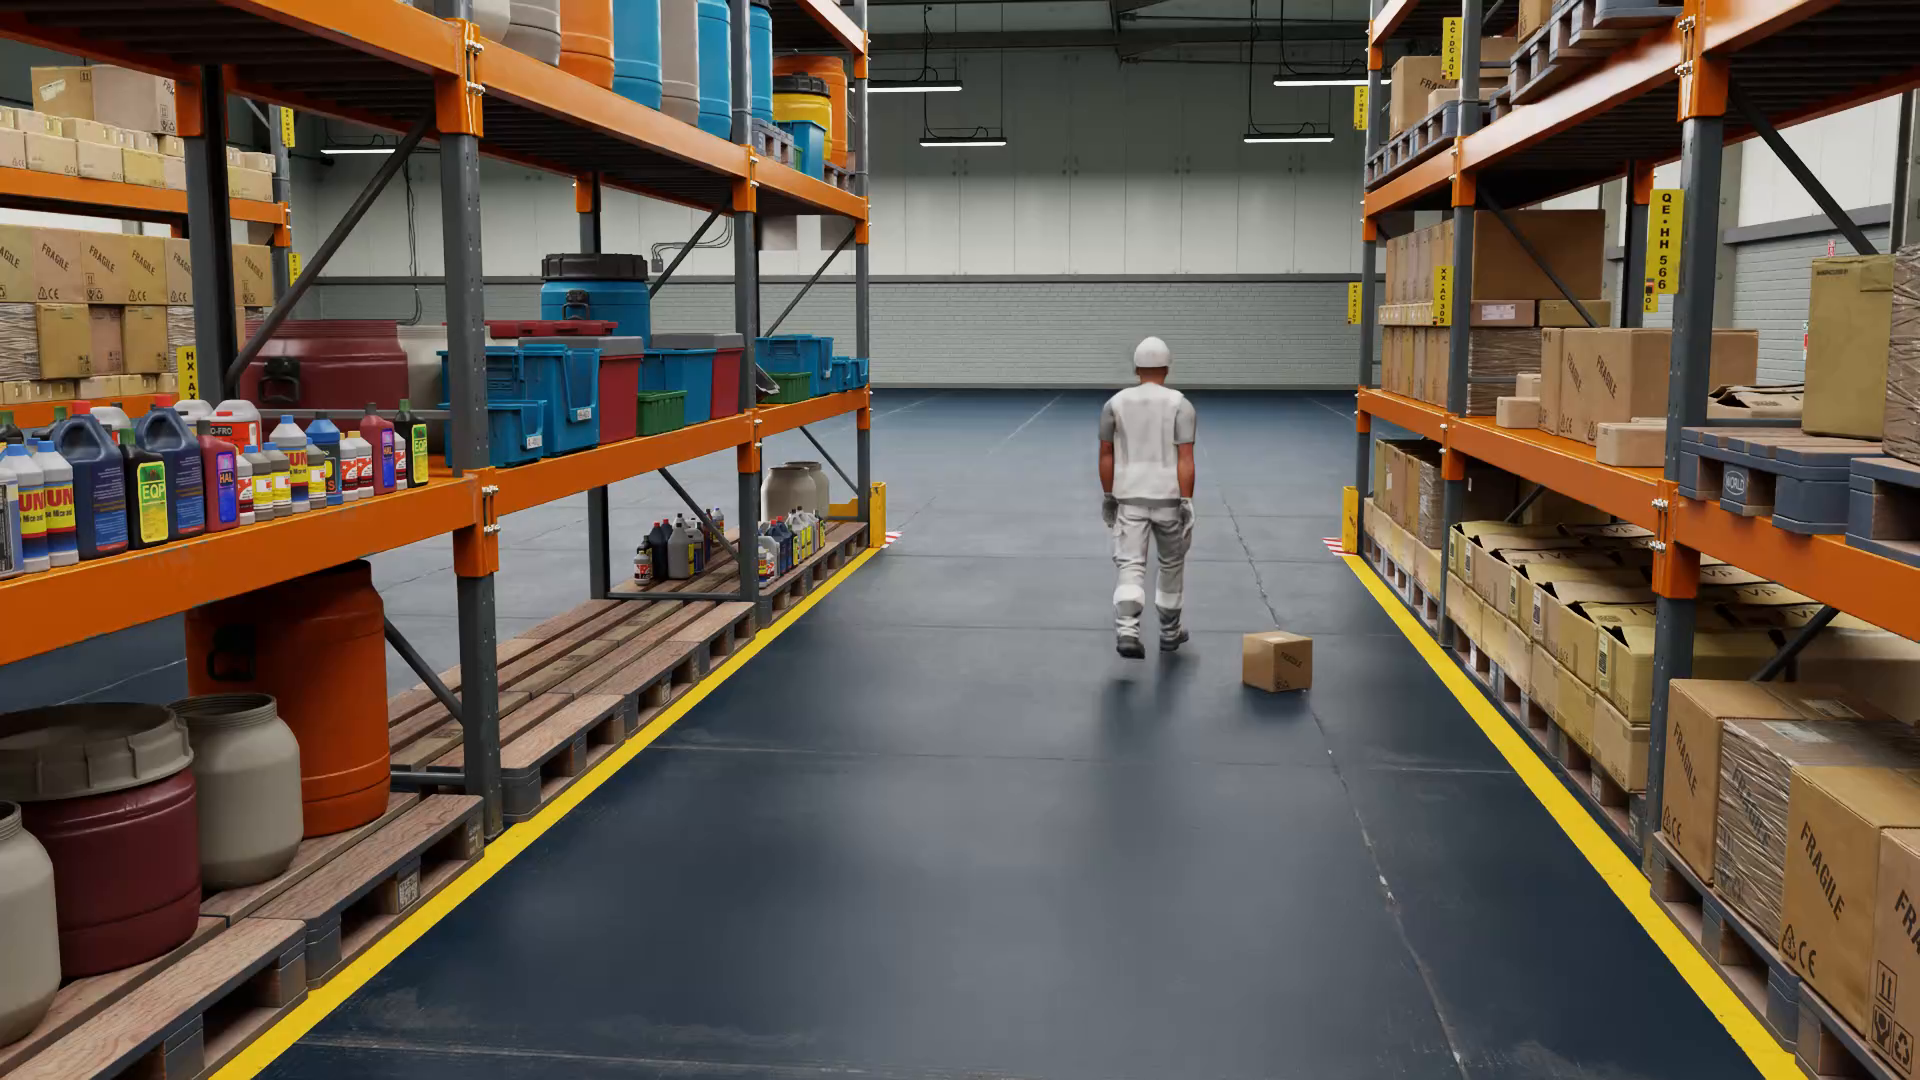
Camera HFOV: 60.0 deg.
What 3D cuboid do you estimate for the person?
[{"bbox_3d":[1.004,-0.217,8.960,0.540,1.747,1.073,2,8,12],"label":"person"}]
